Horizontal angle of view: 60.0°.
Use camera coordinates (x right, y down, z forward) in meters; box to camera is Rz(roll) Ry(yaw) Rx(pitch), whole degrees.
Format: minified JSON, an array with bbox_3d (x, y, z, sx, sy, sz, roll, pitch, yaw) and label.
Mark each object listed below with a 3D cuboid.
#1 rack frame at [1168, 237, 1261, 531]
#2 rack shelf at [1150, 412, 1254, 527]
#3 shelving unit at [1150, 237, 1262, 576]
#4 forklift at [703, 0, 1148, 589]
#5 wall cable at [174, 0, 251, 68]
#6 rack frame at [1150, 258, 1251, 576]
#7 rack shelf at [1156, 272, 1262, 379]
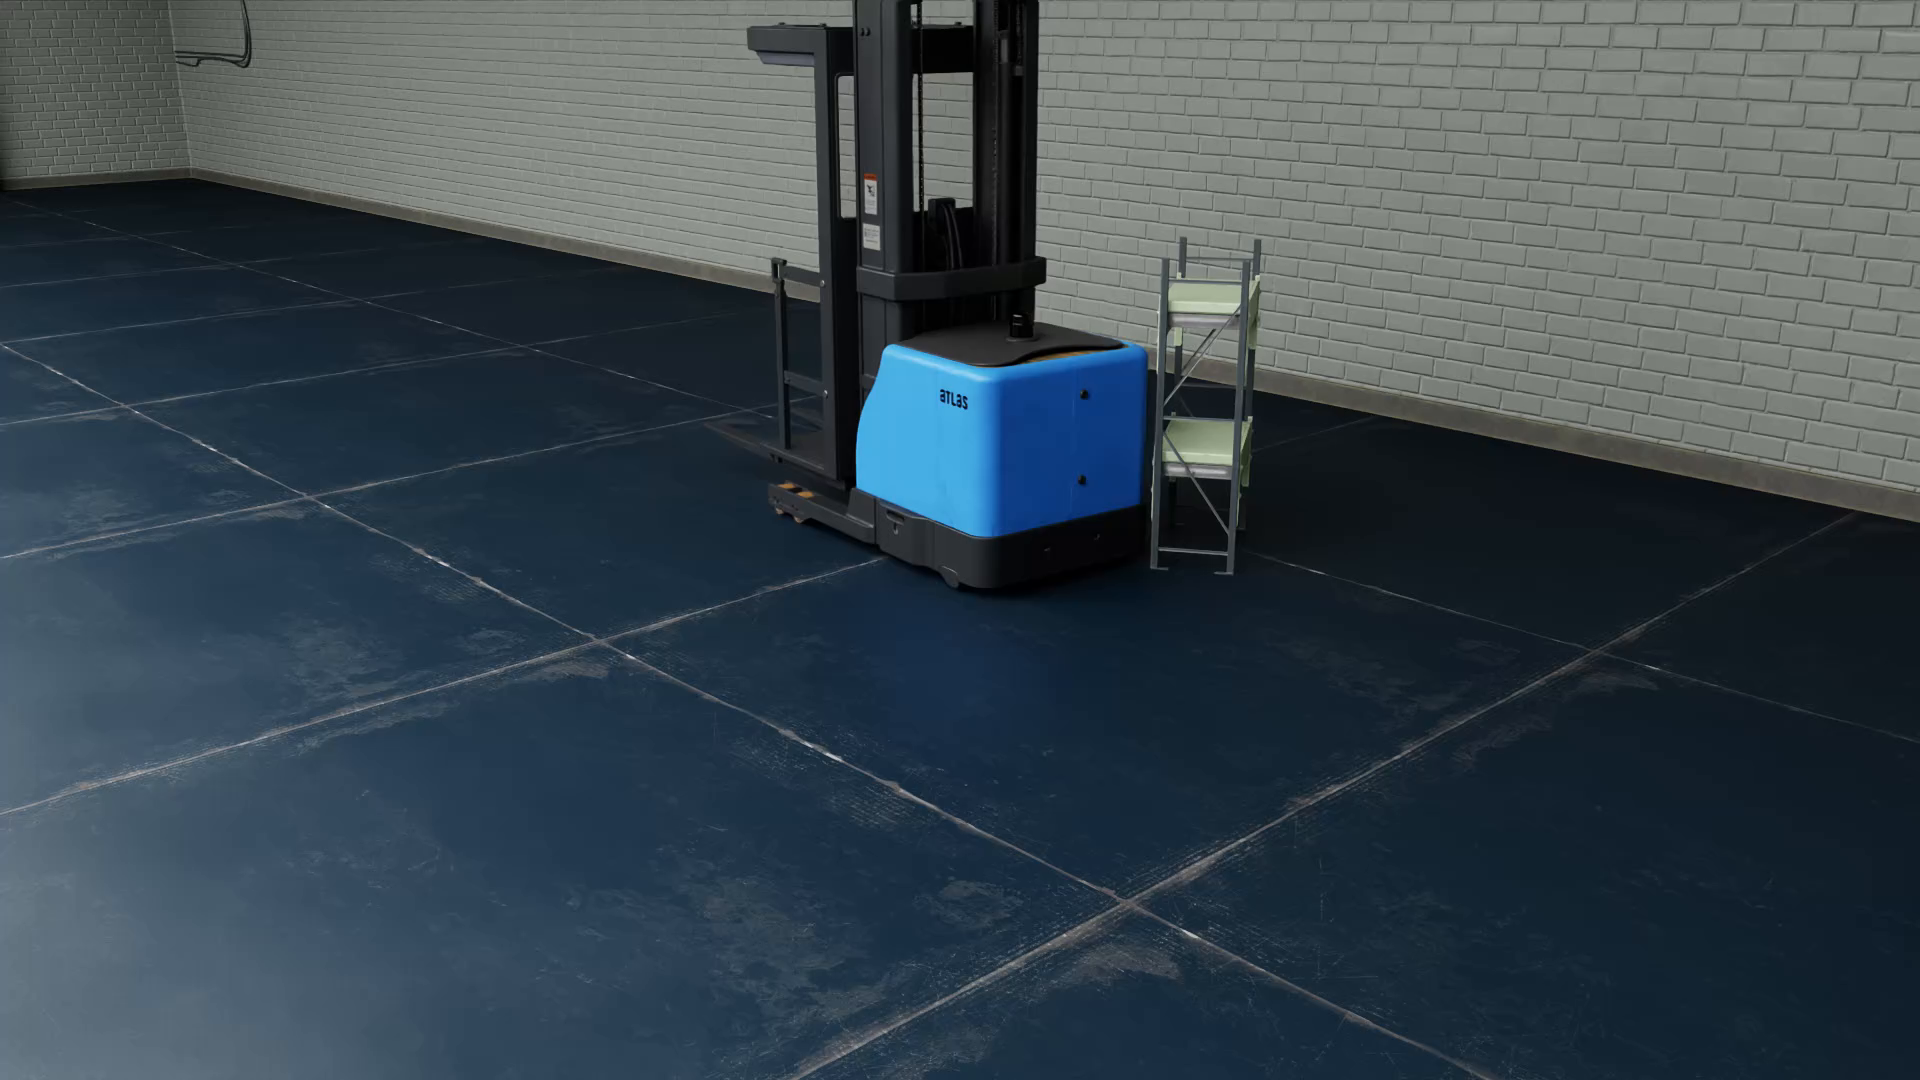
[{"bbox_3d":[1.289,-0.780,8.459,0.400,1.500,0.023,4,18,13],"label":"rack frame"},{"bbox_3d":[1.203,-0.360,8.221,0.431,0.370,0.720,4,18,13],"label":"rack shelf"},{"bbox_3d":[1.203,-0.670,8.121,0.431,1.500,0.755,4,18,13],"label":"shelving unit"},{"bbox_3d":[-0.370,-1.563,8.555,1.130,2.935,3.031,-13,22,-34],"label":"forklift"},{"bbox_3d":[-10.971,-8.110,23.943,0.112,2.526,3.097,-16,24,-41],"label":"wall cable"},{"bbox_3d":[1.117,-0.561,7.782,0.400,1.500,0.023,4,18,13],"label":"rack frame"},{"bbox_3d":[1.203,-1.042,8.001,0.431,0.370,0.720,4,18,13],"label":"rack shelf"}]
